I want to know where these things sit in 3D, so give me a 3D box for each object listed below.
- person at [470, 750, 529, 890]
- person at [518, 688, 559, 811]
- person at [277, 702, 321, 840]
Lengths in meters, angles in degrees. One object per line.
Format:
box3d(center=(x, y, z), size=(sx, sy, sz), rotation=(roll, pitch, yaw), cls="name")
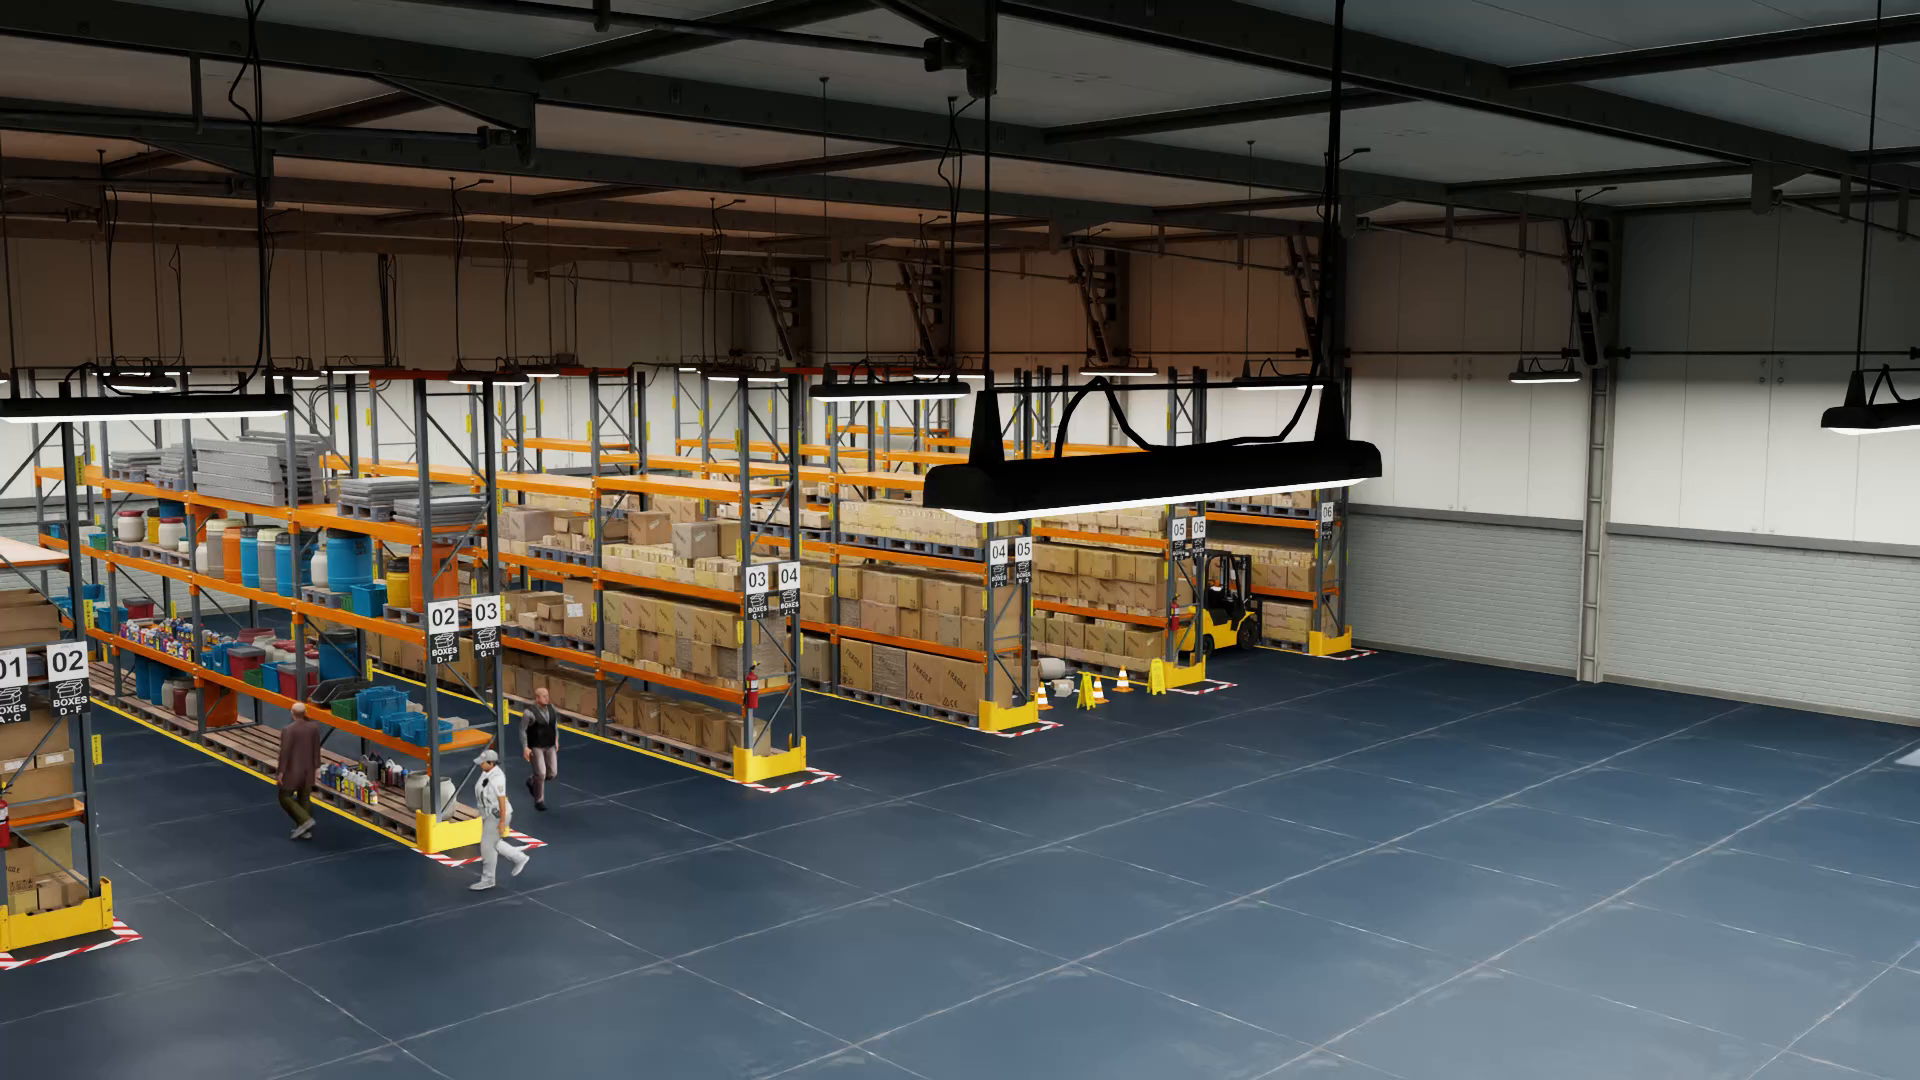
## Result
box3d(center=(-5.503, 3.285, 19.811), size=(0.762, 1.637, 0.544), rotation=(-4, 7, -29), cls="person")
box3d(center=(-5.904, 2.881, 23.197), size=(0.638, 1.704, 0.624), rotation=(5, 8, 38), cls="person")
box3d(center=(-8.550, 3.005, 21.615), size=(0.574, 1.774, 0.615), rotation=(4, 8, 33), cls="person")
